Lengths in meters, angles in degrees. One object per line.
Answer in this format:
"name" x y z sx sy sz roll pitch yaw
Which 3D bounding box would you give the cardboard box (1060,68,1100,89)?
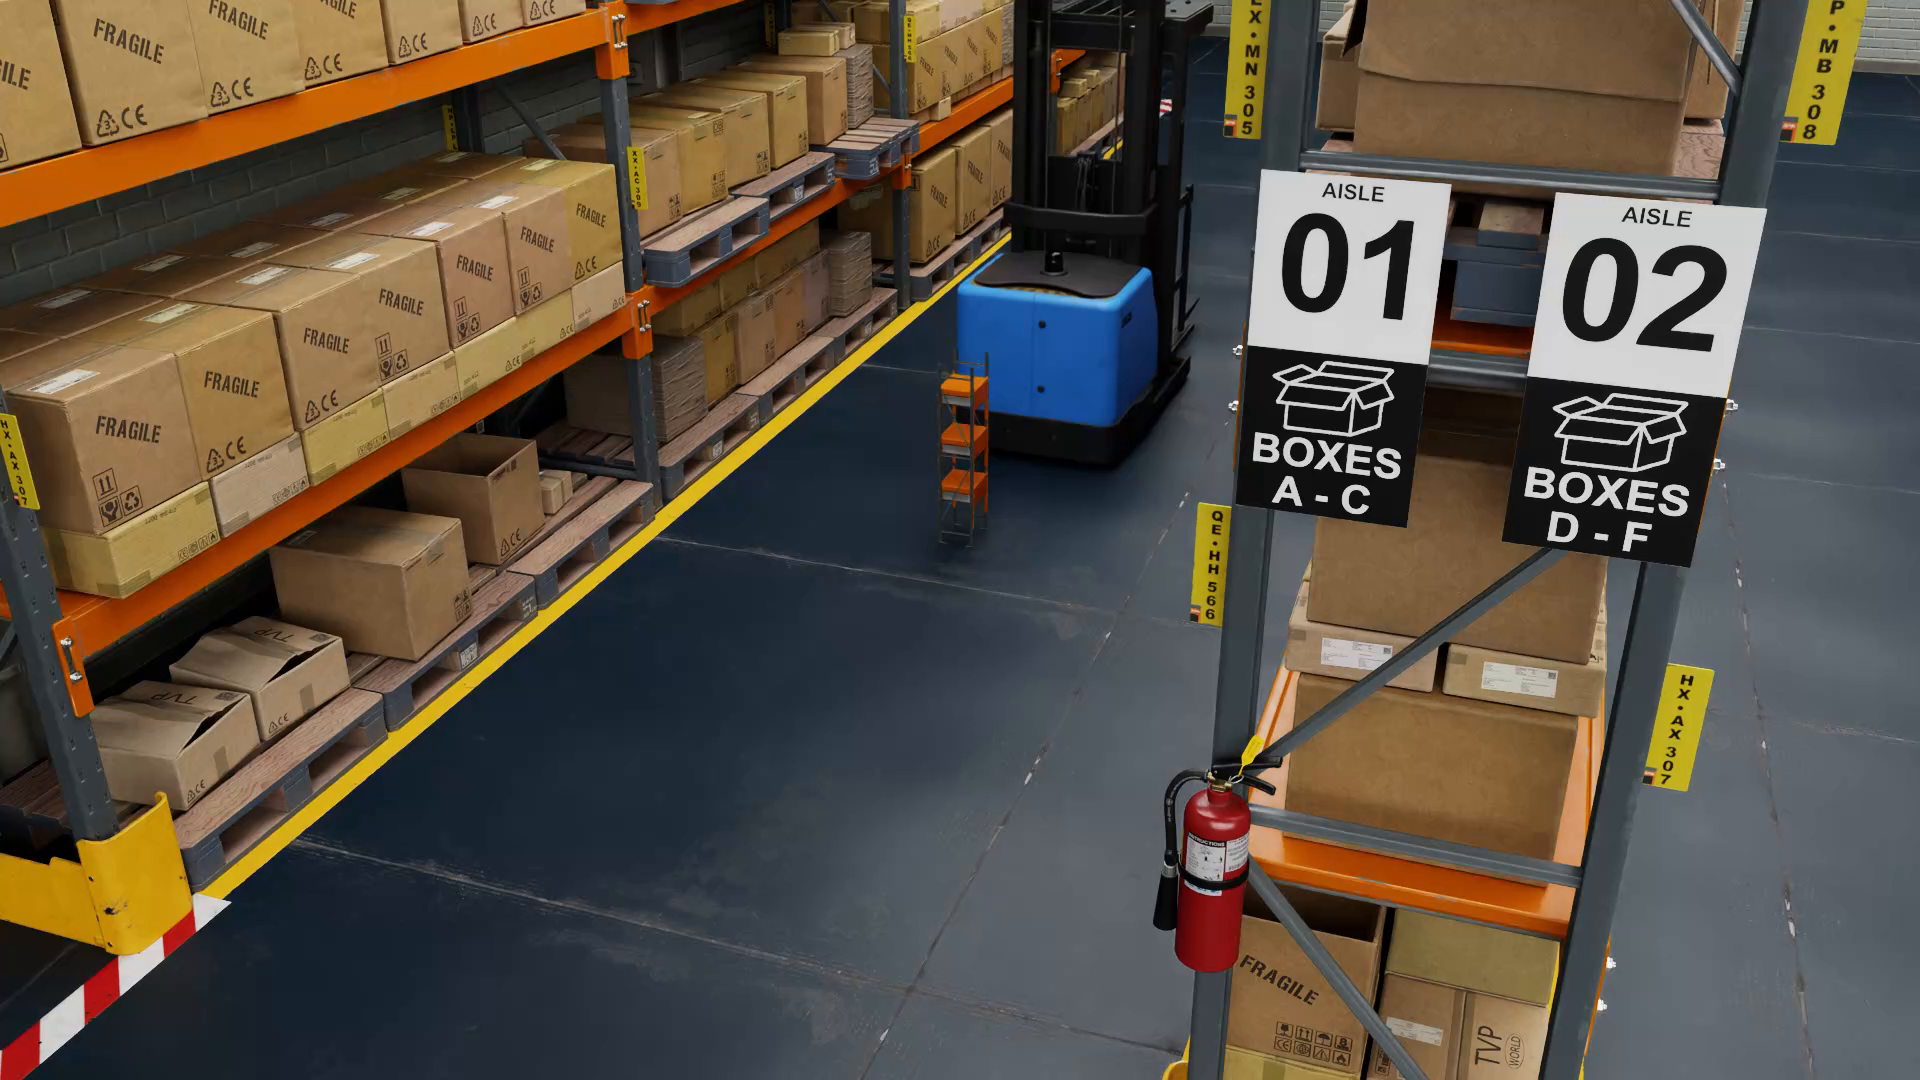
"cardboard box" 1.256 -4.850 17.466 0.380 0.149 0.250 8 27 16

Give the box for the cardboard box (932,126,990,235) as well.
"cardboard box" -0.214 -3.092 14.180 0.750 0.750 0.750 9 27 17

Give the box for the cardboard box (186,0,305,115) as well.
"cardboard box" -2.814 -1.876 6.102 0.500 0.500 0.500 10 28 20

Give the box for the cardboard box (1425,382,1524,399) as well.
"cardboard box" 1.485 -0.282 4.786 0.700 0.500 0.500 8 27 16

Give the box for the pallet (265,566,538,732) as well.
"pallet" -2.806 0.454 8.069 1.003 0.211 1.213 9 27 17

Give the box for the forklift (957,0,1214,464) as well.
"forklift" 0.958 -2.399 10.840 1.130 2.935 3.031 9 27 18

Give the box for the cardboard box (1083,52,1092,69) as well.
"cardboard box" 1.245 -5.339 18.478 0.380 0.149 0.250 9 27 18

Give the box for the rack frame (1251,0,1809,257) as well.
"rack frame" 1.130 -1.924 2.898 1.000 3.000 0.127 9 27 17

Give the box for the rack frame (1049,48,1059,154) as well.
"rack frame" 0.451 -4.872 15.871 1.000 3.000 0.127 9 27 17

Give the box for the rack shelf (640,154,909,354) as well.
"rack shelf" -1.546 -2.083 10.935 1.077 0.370 4.000 9 27 17

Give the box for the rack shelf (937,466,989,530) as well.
"rack shelf" 0.018 -0.235 9.192 0.215 0.259 0.240 9 27 17

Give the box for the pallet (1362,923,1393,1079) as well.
"pallet" 1.345 1.710 5.475 1.003 0.211 1.213 9 27 17

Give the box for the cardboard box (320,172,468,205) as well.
"cardboard box" -2.741 -1.489 8.172 0.500 0.500 0.500 9 27 17

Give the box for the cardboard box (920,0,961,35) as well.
"cardboard box" -0.308 -4.124 12.986 0.500 0.250 0.500 8 27 17

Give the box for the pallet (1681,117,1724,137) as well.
"pallet" 1.794 -1.324 5.203 1.003 0.211 1.213 9 27 17

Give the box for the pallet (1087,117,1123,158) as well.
"pallet" 1.182 -4.421 18.140 1.003 0.211 1.213 9 27 17

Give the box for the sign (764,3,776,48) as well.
"sign" -1.405 -3.829 12.387 0.100 0.325 0.005 9 27 17

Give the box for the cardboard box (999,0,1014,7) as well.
"cardboard box" 0.188 -4.750 14.280 0.500 0.250 0.500 9 27 18

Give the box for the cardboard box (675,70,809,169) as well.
"cardboard box" -1.421 -2.762 10.892 0.700 0.500 0.500 9 27 17

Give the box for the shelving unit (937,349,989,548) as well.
"shelving unit" 0.018 -0.495 9.067 0.215 1.050 0.252 9 27 17

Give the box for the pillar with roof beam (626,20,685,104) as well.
"pillar with roof beam" 1.931 -4.896 9.035 9.100 9.000 0.400 9 27 17

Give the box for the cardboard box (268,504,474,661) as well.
"cardboard box" -2.746 0.186 7.787 0.700 0.500 0.500 7 27 14

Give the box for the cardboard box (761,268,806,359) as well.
"cardboard box" -1.490 -1.595 11.466 0.700 0.500 0.500 9 27 17

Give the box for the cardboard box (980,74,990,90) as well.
"cardboard box" 0.042 -3.965 14.263 0.380 0.149 0.250 10 27 19

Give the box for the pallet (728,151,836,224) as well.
"pallet" -1.500 -2.323 10.826 1.003 0.211 1.213 9 27 17

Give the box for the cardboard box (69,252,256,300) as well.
"cardboard box" -3.241 -0.863 6.879 0.500 0.500 0.500 8 27 16

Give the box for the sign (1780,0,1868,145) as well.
"sign" 1.651 -0.920 3.173 0.100 0.325 0.005 9 27 17

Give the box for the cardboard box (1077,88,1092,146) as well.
"cardboard box" 0.967 -4.435 17.354 0.700 0.500 0.500 8 27 17

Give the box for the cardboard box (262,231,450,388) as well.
"cardboard box" -2.588 -1.000 7.161 0.500 0.500 0.500 10 27 19

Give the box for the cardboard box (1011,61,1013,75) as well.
"cardboard box" 0.382 -4.264 14.880 0.380 0.149 0.250 9 27 17

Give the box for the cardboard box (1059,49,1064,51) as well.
"cardboard box" 0.647 -5.228 16.261 0.980 0.700 0.700 9 27 18

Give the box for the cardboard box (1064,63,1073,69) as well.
"cardboard box" 0.991 -5.025 17.829 0.380 0.149 0.250 8 27 17

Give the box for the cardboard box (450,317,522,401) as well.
"cardboard box" -2.410 -0.875 7.765 0.500 0.250 0.500 9 27 17

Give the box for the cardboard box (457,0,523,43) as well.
"cardboard box" -2.327 -2.540 7.473 0.500 0.500 0.500 6 27 13

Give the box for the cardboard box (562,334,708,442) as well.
"cardboard box" -1.982 -0.963 10.160 0.700 0.500 0.500 10 27 19

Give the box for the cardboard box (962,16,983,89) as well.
"cardboard box" -0.128 -3.997 13.583 0.500 0.500 0.500 9 27 17

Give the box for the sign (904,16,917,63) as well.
"sign" -0.365 -3.639 12.087 0.100 0.325 0.005 9 27 17

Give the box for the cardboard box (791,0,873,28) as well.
"cardboard box" -0.974 -3.978 12.684 0.500 0.250 0.500 10 27 19

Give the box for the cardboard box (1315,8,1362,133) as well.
"cardboard box" 1.265 -1.270 4.519 0.500 0.250 0.500 9 27 17

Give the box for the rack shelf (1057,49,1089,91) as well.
"rack shelf" 1.116 -5.370 17.725 1.077 0.370 4.000 9 27 17

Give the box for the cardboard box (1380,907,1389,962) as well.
"cardboard box" 1.185 1.354 5.685 0.500 0.250 0.500 9 27 17

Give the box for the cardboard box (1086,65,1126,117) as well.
"cardboard box" 1.477 -5.072 18.671 0.700 0.500 0.500 9 27 17

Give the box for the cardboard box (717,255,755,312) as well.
"cardboard box" -1.669 -1.696 10.814 0.500 0.250 0.500 8 27 16

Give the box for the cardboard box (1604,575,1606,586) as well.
"cardboard box" 1.633 0.098 4.747 0.380 0.149 0.250 9 27 18

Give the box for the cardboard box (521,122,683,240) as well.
"cardboard box" -2.010 -2.032 9.385 0.700 0.500 0.500 9 27 18

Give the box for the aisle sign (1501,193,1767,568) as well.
"aisle sign" 1.397 -0.323 3.492 0.394 0.787 0.004 9 27 17

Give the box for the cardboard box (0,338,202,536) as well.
"cardboard box" -3.100 -0.373 5.866 0.500 0.500 0.500 9 27 18

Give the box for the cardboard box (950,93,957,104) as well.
"cardboard box" -0.246 -3.655 13.621 0.380 0.149 0.250 9 27 19

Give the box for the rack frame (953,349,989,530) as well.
"rack frame" 0.058 -0.545 9.170 0.200 1.050 0.008 9 27 17

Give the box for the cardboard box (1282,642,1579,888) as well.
"cardboard box" 1.297 0.541 4.576 0.700 0.500 0.500 9 27 17

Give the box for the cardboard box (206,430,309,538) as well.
"cardboard box" -2.921 -0.252 6.479 0.500 0.250 0.500 8 27 16

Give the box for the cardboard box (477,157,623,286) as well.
"cardboard box" -2.077 -1.625 8.452 0.500 0.500 0.500 9 27 17

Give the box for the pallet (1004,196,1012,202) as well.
"pallet" 0.265 -3.289 15.801 1.003 0.211 1.213 9 27 17

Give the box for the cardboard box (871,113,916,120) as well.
"cardboard box" -0.552 -3.226 12.737 0.380 0.149 0.250 8 27 17

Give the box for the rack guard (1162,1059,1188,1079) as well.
"rack guard" 1.122 1.911 4.730 1.175 0.500 0.348 9 27 17

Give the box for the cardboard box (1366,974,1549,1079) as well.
"cardboard box" 1.518 1.636 5.102 0.500 0.250 0.500 9 27 17

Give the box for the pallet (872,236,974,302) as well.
"pallet" -0.547 -2.287 13.730 1.003 0.211 1.213 9 27 17
